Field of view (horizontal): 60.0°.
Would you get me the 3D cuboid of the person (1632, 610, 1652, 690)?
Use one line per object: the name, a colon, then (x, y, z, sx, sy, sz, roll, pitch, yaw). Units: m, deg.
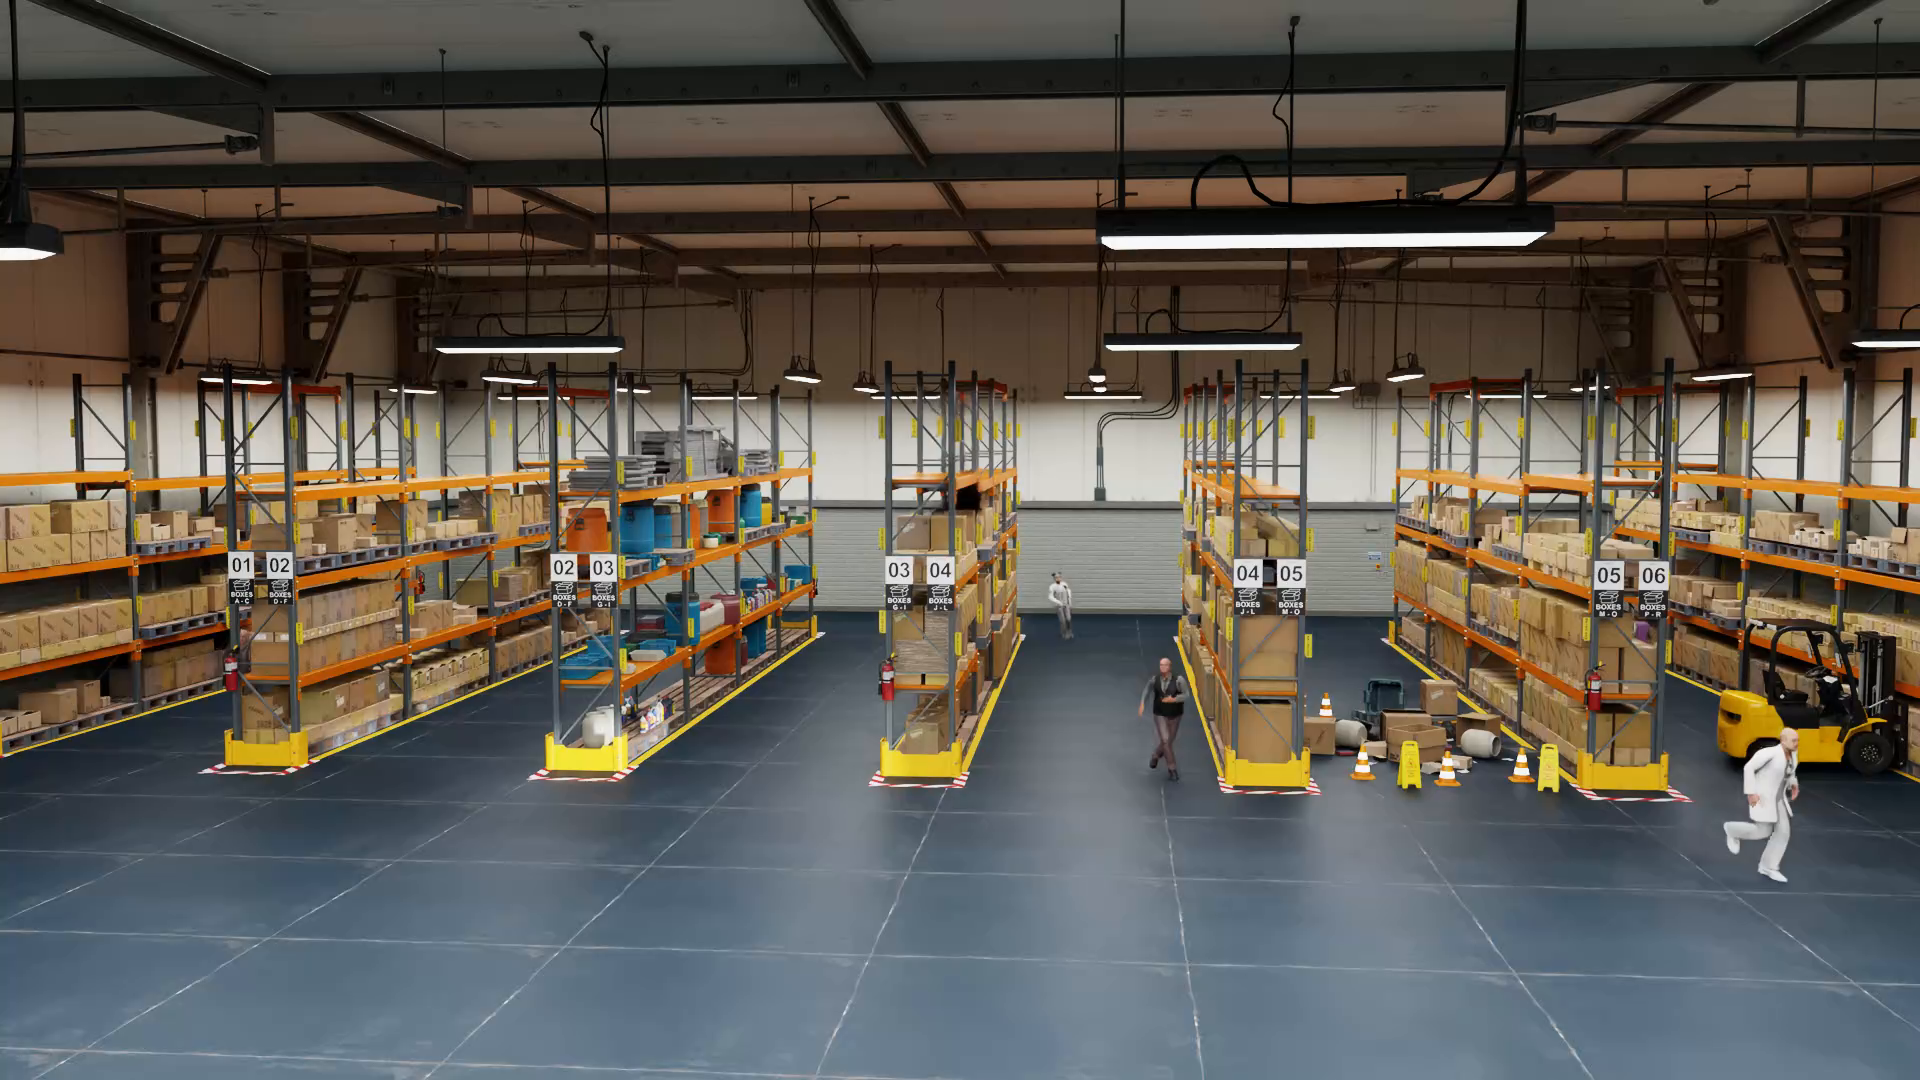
person: (12.838, 2.122, 31.403, 0.532, 1.622, 0.817, 0, 4, -4)

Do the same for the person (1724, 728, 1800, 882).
person: (9.069, 2.934, 18.808, 0.712, 1.727, 0.887, -2, 4, -29)

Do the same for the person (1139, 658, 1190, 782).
person: (2.965, 2.577, 24.096, 0.717, 1.740, 0.817, 0, 4, 1)

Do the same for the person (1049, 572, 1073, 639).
person: (2.424, 1.565, 39.678, 0.638, 1.632, 0.534, -1, 4, -11)

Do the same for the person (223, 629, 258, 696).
person: (-11.807, 2.338, 27.516, 0.714, 1.778, 1.108, 0, 4, -4)
